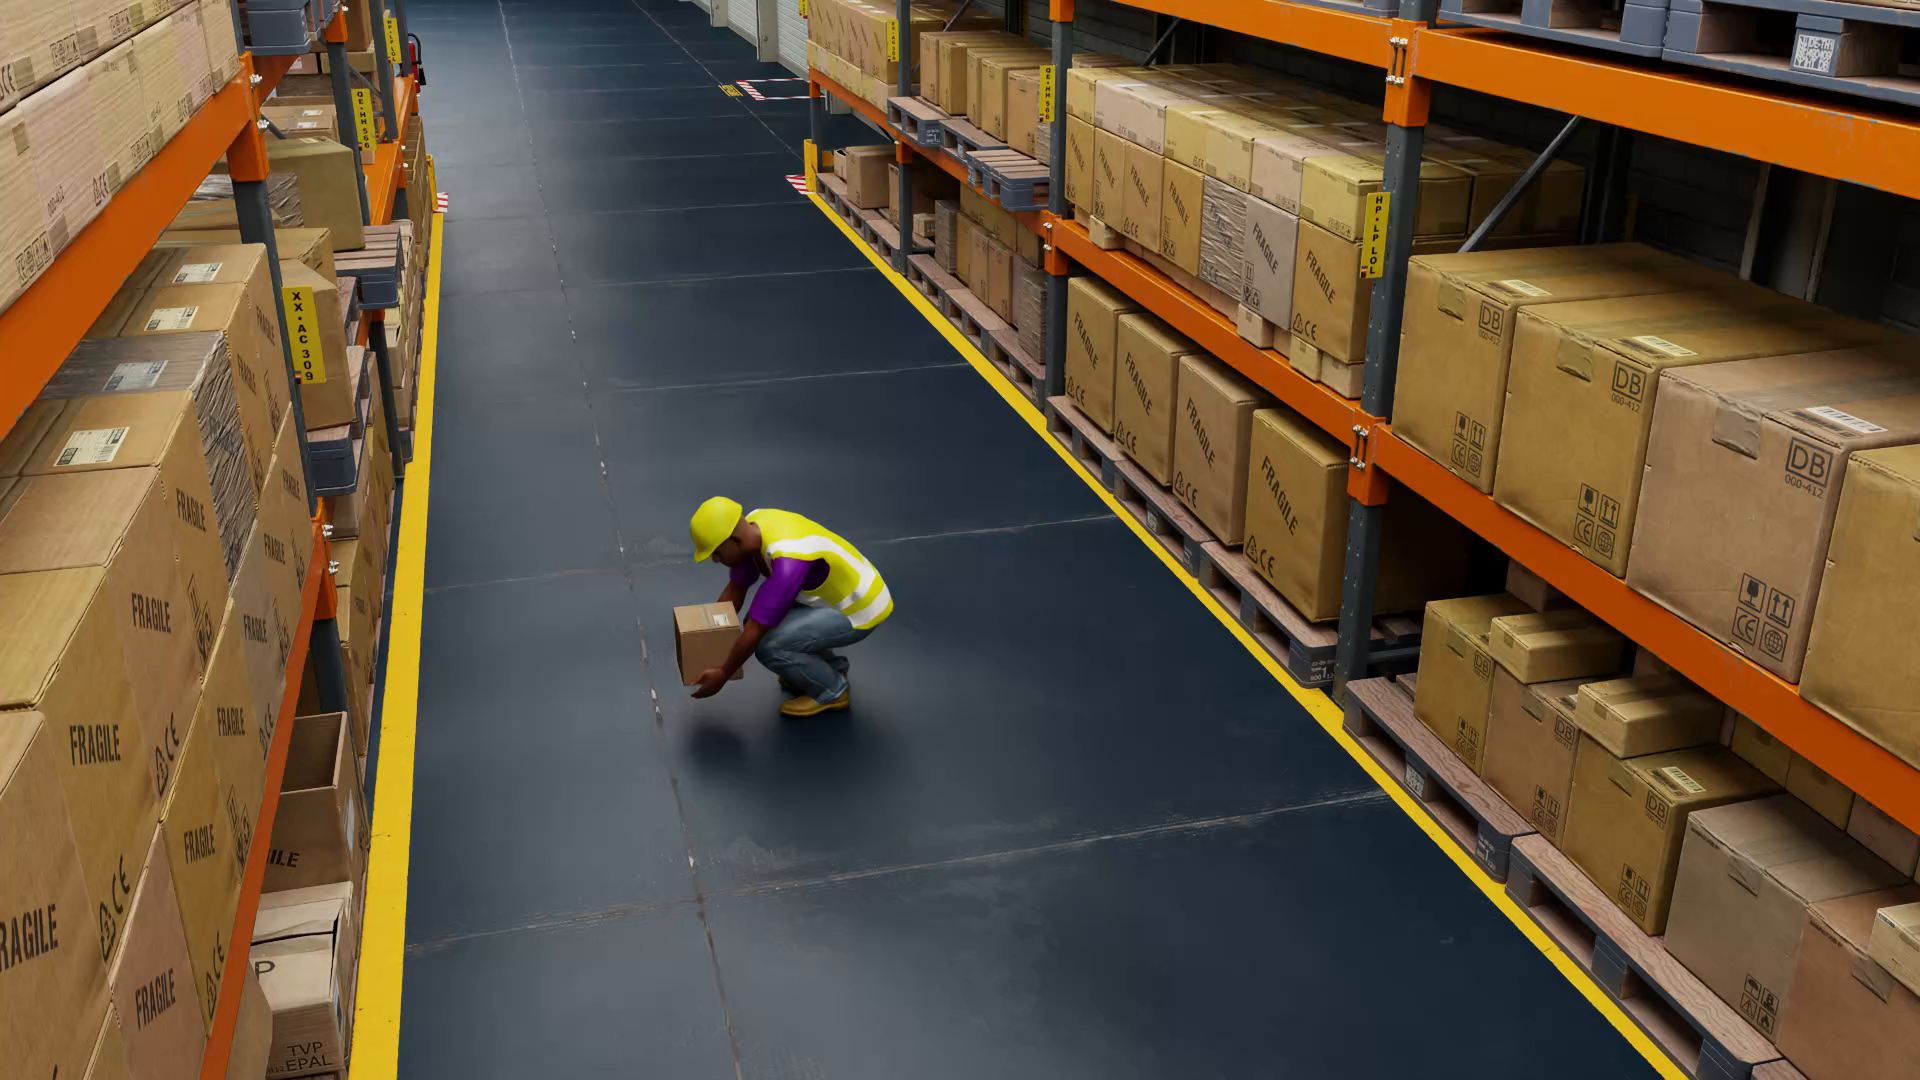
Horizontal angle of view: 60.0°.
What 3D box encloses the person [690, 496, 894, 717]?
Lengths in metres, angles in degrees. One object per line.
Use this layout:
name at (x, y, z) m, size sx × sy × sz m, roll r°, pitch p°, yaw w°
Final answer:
person at (-0.726, 0.250, 6.974) m, size 0.888 × 0.996 × 0.586 m, roll -6°, pitch 24°, yaw -14°
